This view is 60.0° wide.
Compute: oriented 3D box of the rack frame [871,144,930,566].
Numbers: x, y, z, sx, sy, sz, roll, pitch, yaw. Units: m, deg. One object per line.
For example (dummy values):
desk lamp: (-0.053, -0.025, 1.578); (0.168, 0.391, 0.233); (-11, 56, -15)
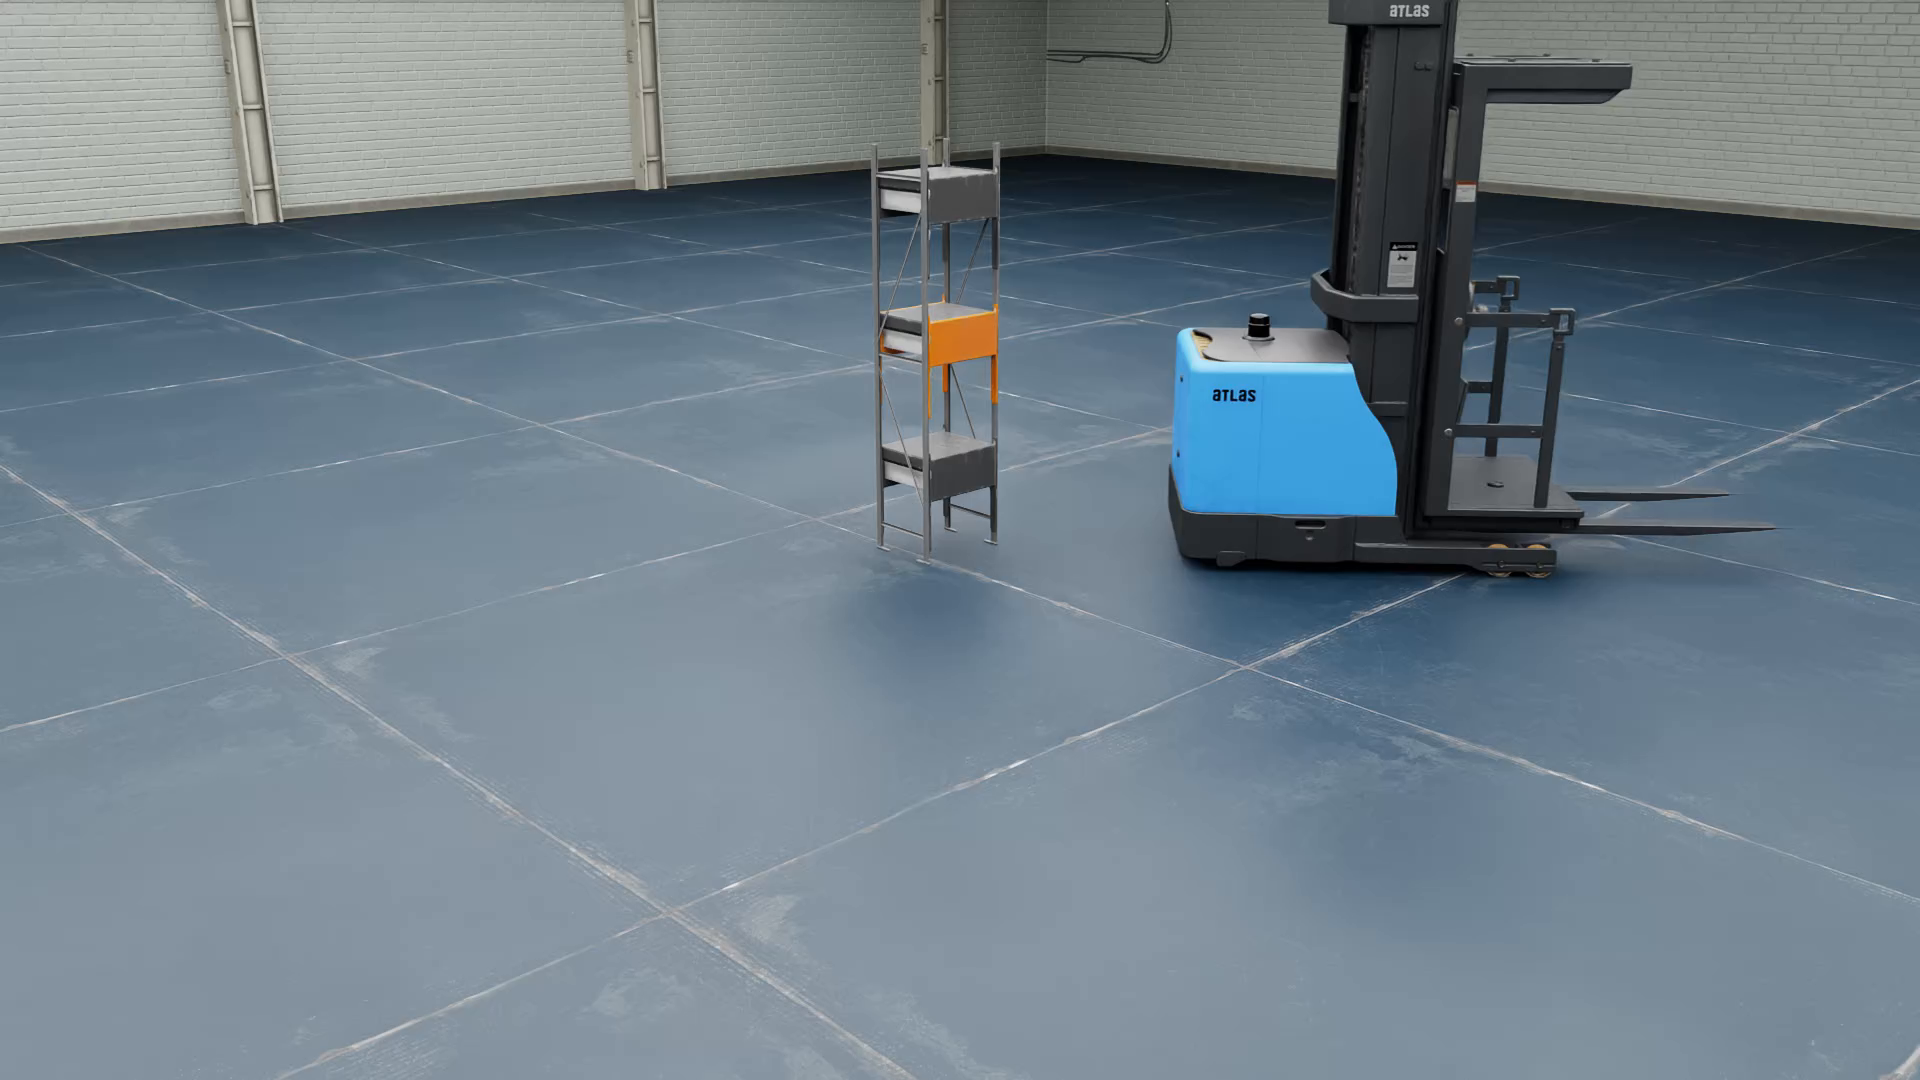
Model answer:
rack frame: (-0.298, -0.912, 8.393); (0.015, 2.100, 0.400); (-16, 24, -41)

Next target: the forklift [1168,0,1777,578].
forklift: (2.663, -1.371, 8.461); (3.031, 2.935, 1.130); (1, 18, 3)

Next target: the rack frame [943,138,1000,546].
rack frame: (0.057, -1.015, 8.712); (0.015, 2.100, 0.400); (-16, 24, -41)

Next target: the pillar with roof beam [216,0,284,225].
pillar with roof beam: (-6.200, -7.500, 17.525); (0.400, 9.000, 9.100); (-16, 24, -41)

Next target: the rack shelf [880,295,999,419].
rack shelf: (-0.120, -0.951, 8.557); (0.480, 0.518, 0.431); (-16, 24, -41)

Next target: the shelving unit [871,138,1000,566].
shelving unit: (-0.120, -0.964, 8.553); (0.503, 2.100, 0.431); (-16, 24, -41)

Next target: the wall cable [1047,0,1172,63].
wall cable: (2.611, -9.858, 29.833); (0.112, 2.526, 3.097); (-16, 24, -41)

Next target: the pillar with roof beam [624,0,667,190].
pillar with roof beam: (-1.840, -8.771, 21.446); (0.400, 9.000, 9.100); (-16, 24, -41)

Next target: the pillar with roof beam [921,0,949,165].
pillar with roof beam: (2.520, -10.042, 25.367); (0.400, 9.000, 9.100); (-16, 24, -41)

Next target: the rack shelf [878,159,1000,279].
rack shelf: (-0.120, -1.617, 8.341); (0.480, 0.518, 0.431); (-16, 24, -41)

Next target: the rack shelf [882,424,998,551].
rack shelf: (-0.120, -0.285, 8.773); (0.480, 0.518, 0.431); (-16, 24, -41)
